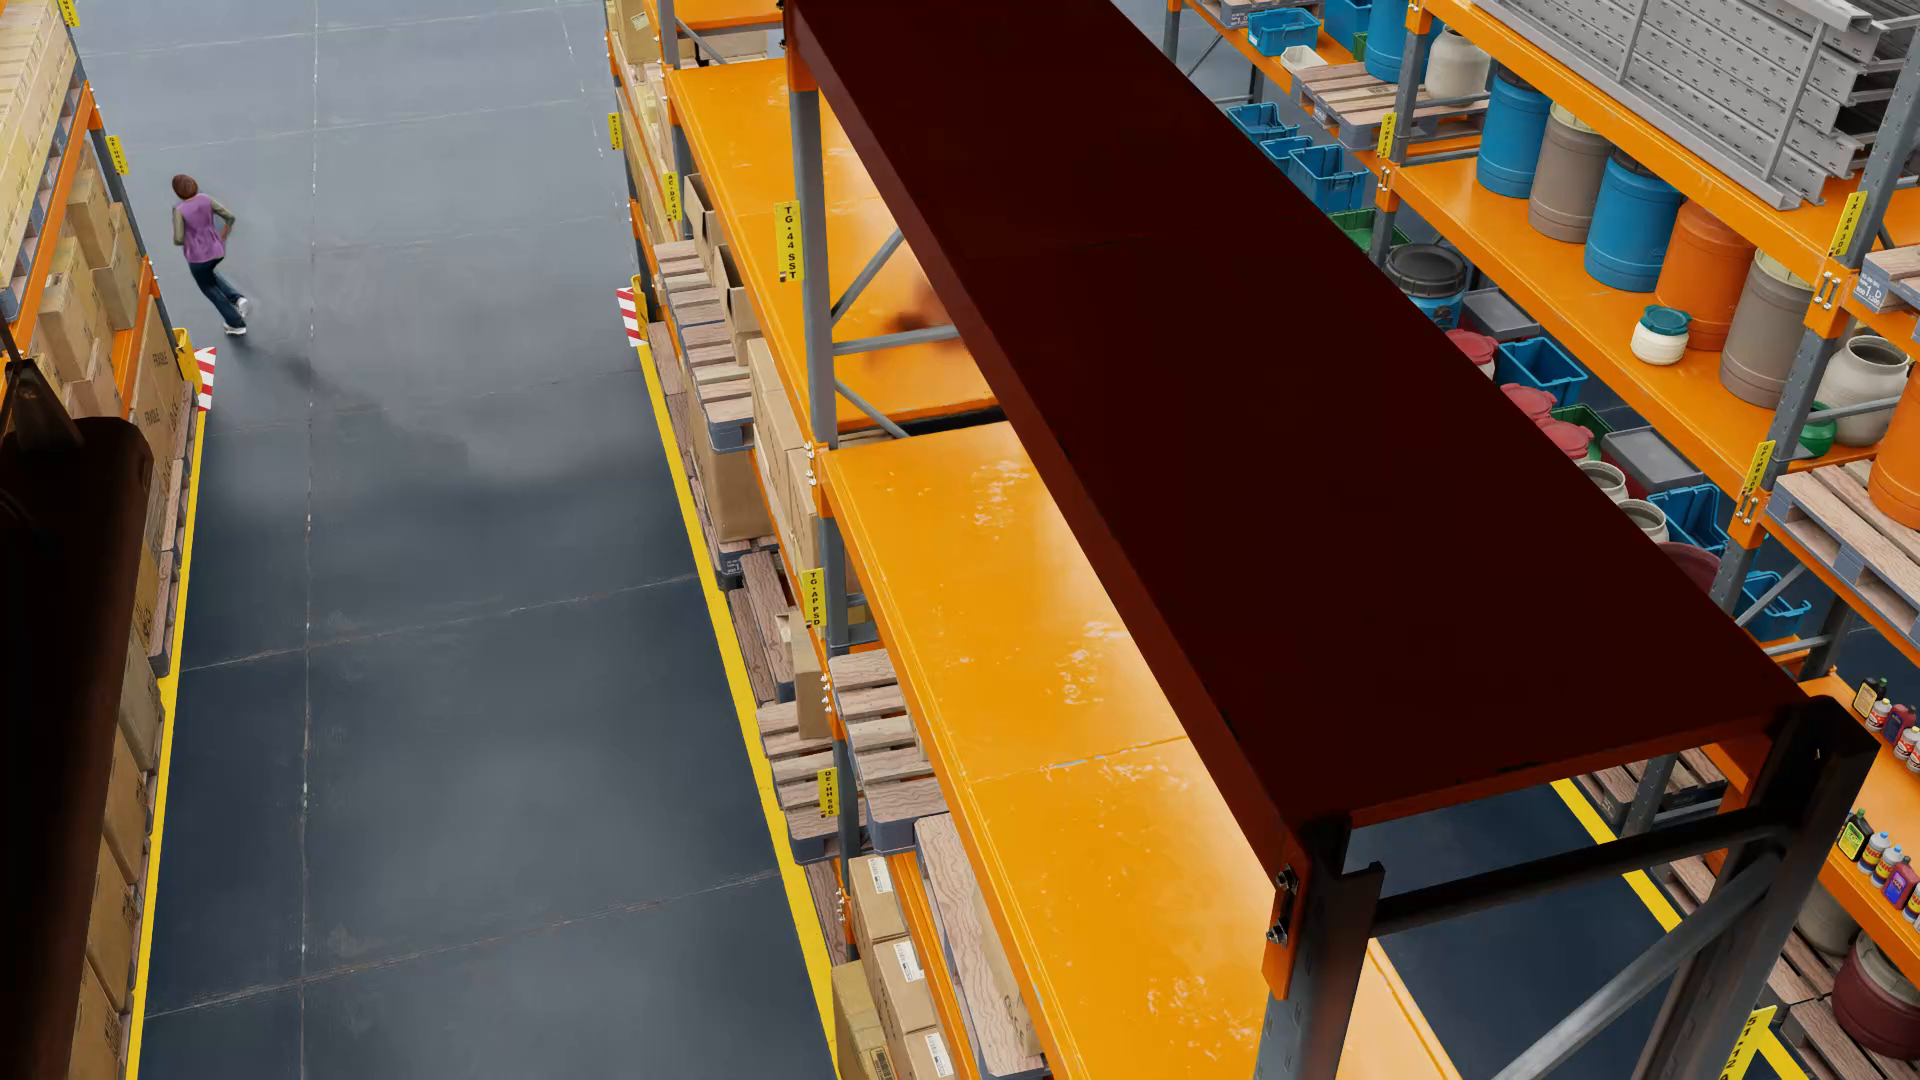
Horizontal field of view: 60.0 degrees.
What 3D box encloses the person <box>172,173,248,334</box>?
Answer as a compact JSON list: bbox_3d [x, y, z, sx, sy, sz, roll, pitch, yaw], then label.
[{"bbox_3d":[-6.735,-2.562,14.801,0.539,1.559,0.524,19,42,22],"label":"person"}]
